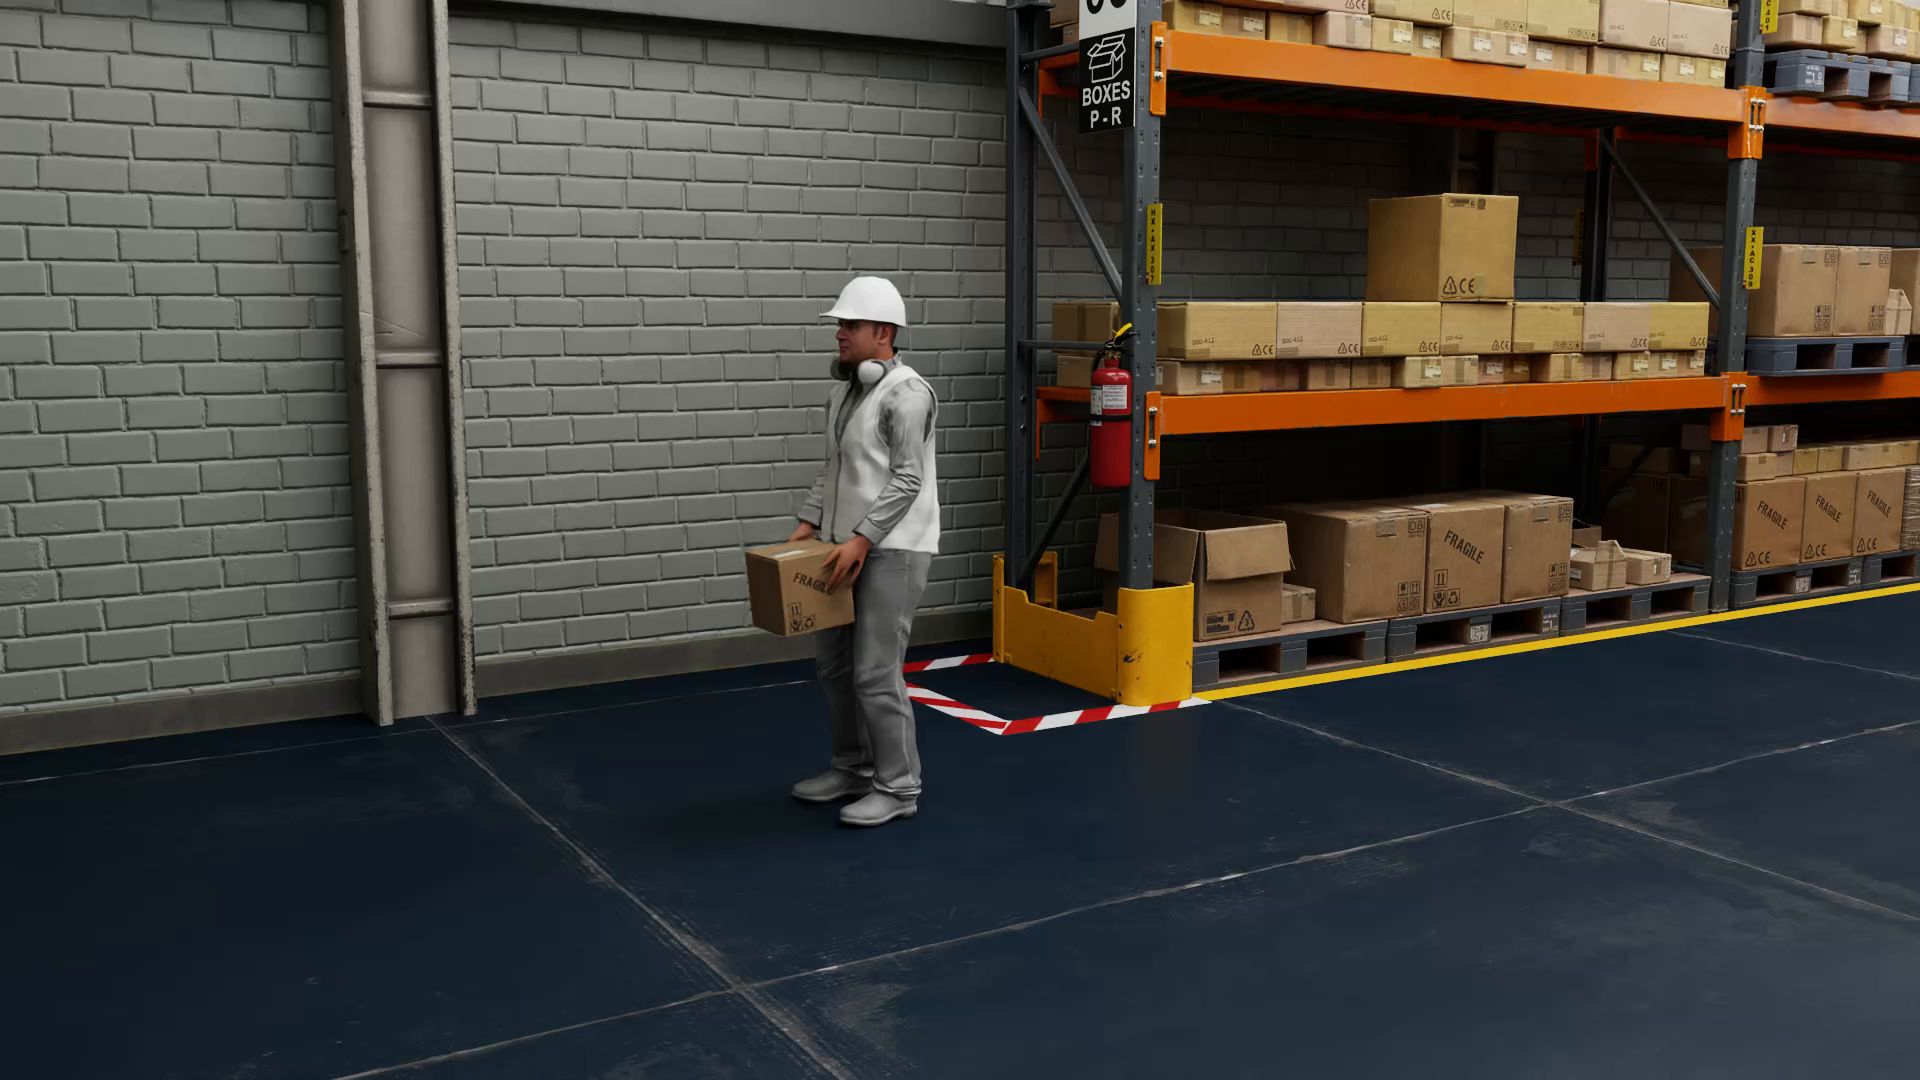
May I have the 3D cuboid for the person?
[{"bbox_3d":[-0.311,0.029,5.496,0.470,1.779,0.546,-5,10,-32],"label":"person"}]
